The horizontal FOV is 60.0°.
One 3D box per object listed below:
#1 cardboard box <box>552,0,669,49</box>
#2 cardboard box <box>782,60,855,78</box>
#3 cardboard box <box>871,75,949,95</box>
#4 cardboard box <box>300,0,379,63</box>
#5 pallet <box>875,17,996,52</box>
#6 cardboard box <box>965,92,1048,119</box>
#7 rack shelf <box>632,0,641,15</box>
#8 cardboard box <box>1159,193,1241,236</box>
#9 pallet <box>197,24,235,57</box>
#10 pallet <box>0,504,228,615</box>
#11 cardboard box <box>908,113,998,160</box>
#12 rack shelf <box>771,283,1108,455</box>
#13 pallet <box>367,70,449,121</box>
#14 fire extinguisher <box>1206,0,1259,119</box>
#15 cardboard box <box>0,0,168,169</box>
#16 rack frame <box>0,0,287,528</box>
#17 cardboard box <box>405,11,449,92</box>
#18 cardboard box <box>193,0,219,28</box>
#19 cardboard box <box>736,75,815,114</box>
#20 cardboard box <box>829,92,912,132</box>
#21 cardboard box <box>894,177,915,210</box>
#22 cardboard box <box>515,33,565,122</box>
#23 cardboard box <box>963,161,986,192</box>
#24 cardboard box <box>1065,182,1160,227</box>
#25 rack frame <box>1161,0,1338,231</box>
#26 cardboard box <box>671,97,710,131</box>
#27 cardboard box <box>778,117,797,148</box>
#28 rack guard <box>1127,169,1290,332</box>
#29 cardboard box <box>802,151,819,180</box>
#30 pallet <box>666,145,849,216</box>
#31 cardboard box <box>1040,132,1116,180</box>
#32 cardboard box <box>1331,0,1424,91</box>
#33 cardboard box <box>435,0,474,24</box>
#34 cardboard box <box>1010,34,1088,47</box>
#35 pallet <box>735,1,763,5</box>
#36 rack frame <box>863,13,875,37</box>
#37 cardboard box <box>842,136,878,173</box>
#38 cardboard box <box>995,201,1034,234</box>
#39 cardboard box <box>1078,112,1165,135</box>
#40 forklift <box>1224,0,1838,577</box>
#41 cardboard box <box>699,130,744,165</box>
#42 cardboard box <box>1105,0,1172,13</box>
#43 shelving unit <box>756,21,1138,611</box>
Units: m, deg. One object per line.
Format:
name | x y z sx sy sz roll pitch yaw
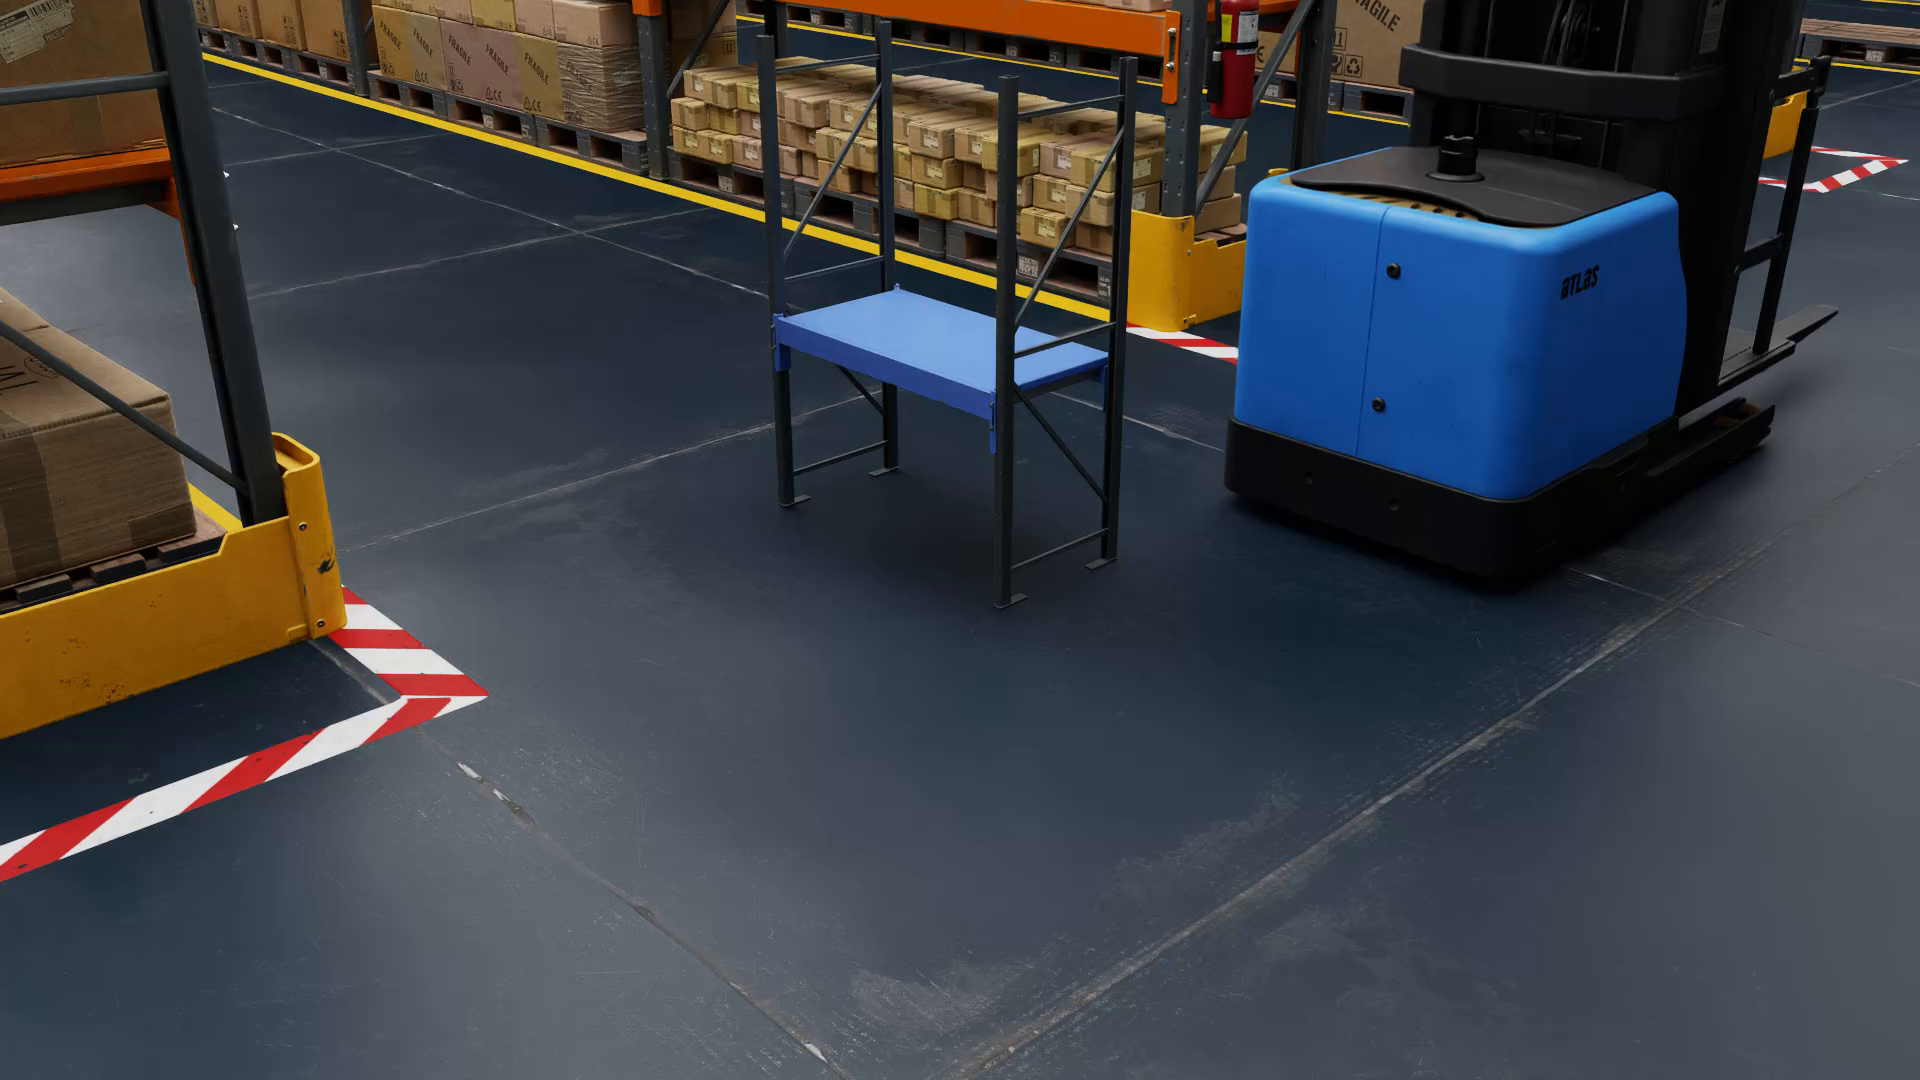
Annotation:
cardboard box | -2.159 -3.211 10.277 0.500 0.250 0.500 -22 33 -40
cardboard box | -0.828 -2.727 9.825 0.380 0.149 0.250 -21 32 -38
cardboard box | -0.280 -2.497 9.321 0.250 0.149 0.380 22 32 39
cardboard box | -4.550 -4.252 13.160 1.050 0.750 0.750 -22 32 -39
pallet | -0.026 -4.722 15.345 1.003 0.211 1.213 -21 32 -38
cardboard box | 0.245 -2.263 8.809 0.380 0.149 0.250 -21 32 -38
rack shelf | -2.832 -3.941 11.141 1.077 0.370 4.000 -21 32 -38
cardboard box | 1.144 -1.594 8.059 0.380 0.149 0.250 -20 32 -37
pallet | -6.351 -4.605 15.089 1.003 0.211 1.213 -21 32 -38
pallet | -2.879 0.033 4.923 1.003 0.211 1.213 -21 32 -38
cardboard box | -0.032 -2.000 8.233 0.380 0.149 0.250 -20 31 -37
rack shelf | -0.058 -0.545 5.070 0.538 0.185 1.000 -21 32 -38
pallet | -3.666 -3.368 12.379 1.003 0.211 1.213 -21 32 -38
fire extinguisher | 1.104 -2.038 6.646 0.296 0.674 0.183 -21 32 -38
cardboard box | -2.394 -1.288 4.338 0.500 0.500 0.500 -22 32 -39
rack frame | -2.275 -1.015 3.862 1.000 3.000 0.127 -21 32 -38
cardboard box | -3.556 -3.490 11.791 0.500 0.500 0.500 -21 32 -38
cardboard box | -6.443 -5.091 15.000 1.050 0.750 0.750 -21 32 -39
cardboard box | -1.027 -2.501 9.330 0.380 0.149 0.250 -22 32 -39
cardboard box | -0.471 -2.269 8.821 0.250 0.149 0.380 22 33 40
cardboard box | -0.181 -1.817 8.549 0.380 0.149 0.250 -20 32 -37
cardboard box | -2.505 -3.024 10.771 0.500 0.500 0.500 -22 33 -40
cardboard box | 0.235 -1.826 8.209 0.380 0.149 0.250 -22 32 -39
cardboard box | 0.700 -1.559 7.623 0.380 0.149 0.250 -22 33 -40
rack frame | 1.269 -2.450 7.007 1.000 3.000 0.127 -21 32 -38
cardboard box | -1.451 -2.491 9.666 0.380 0.149 0.250 -19 31 -36
cardboard box | -0.837 -2.293 9.234 0.250 0.149 0.380 22 32 39
rack guard | 1.217 -1.336 7.576 1.175 0.500 0.348 -21 32 -38
cardboard box | -0.642 -2.079 9.122 0.250 0.149 0.380 22 33 40
pallet | -0.980 -2.200 9.818 1.003 0.211 1.213 -21 32 -38
cardboard box | 0.592 -1.796 7.785 0.380 0.149 0.250 -20 32 -37
cardboard box | 3.232 -3.768 11.949 0.875 0.875 0.875 -21 32 -38
cardboard box | -3.229 -3.684 11.314 0.500 0.250 0.500 -21 32 -38
cardboard box | 1.161 -4.722 14.040 0.875 0.875 1.225 22 33 40
pallet | -2.710 -5.958 18.056 1.003 0.211 1.213 -21 32 -38
rack frame | -0.509 -6.250 15.337 1.000 3.000 0.127 -21 32 -38
cardboard box | -0.390 -2.027 8.650 0.380 0.149 0.250 -21 32 -38
cardboard box | 0.390 -1.598 8.068 0.380 0.149 0.250 -21 32 -39
cardboard box | 0.804 -2.032 8.303 0.380 0.149 0.250 -21 32 -39
forklift | 2.272 -1.736 5.524 3.031 2.935 1.130 -22 33 -40
cardboard box | -1.269 -2.274 9.550 0.380 0.149 0.250 -20 31 -37
cardboard box | 0.840 -2.355 7.100 0.380 0.149 0.250 -21 32 -38
shelving unit | -0.058 -0.708 4.995 0.538 1.500 1.048 -21 32 -38
